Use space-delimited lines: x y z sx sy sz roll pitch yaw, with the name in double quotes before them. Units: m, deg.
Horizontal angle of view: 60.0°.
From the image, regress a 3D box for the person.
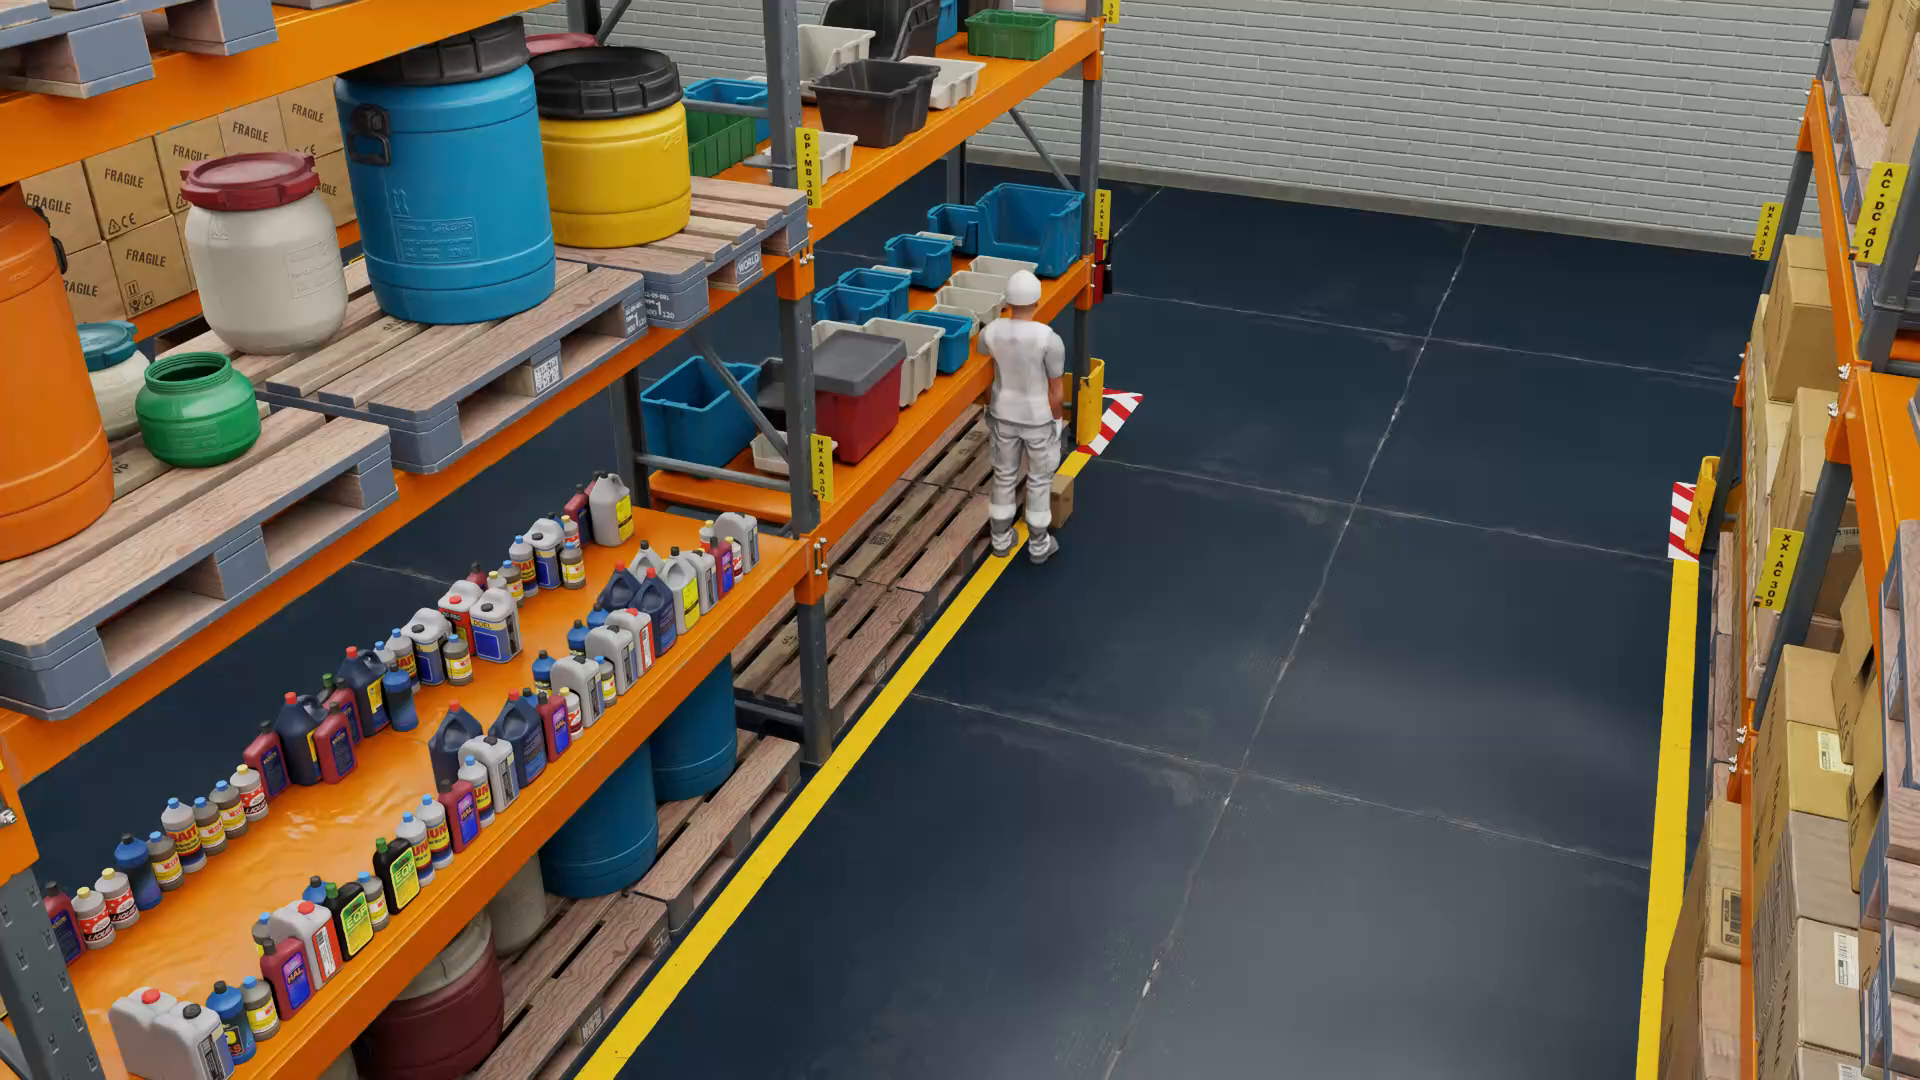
"person" 0.365 -0.715 9.643 0.525 1.792 0.355 12 32 20
